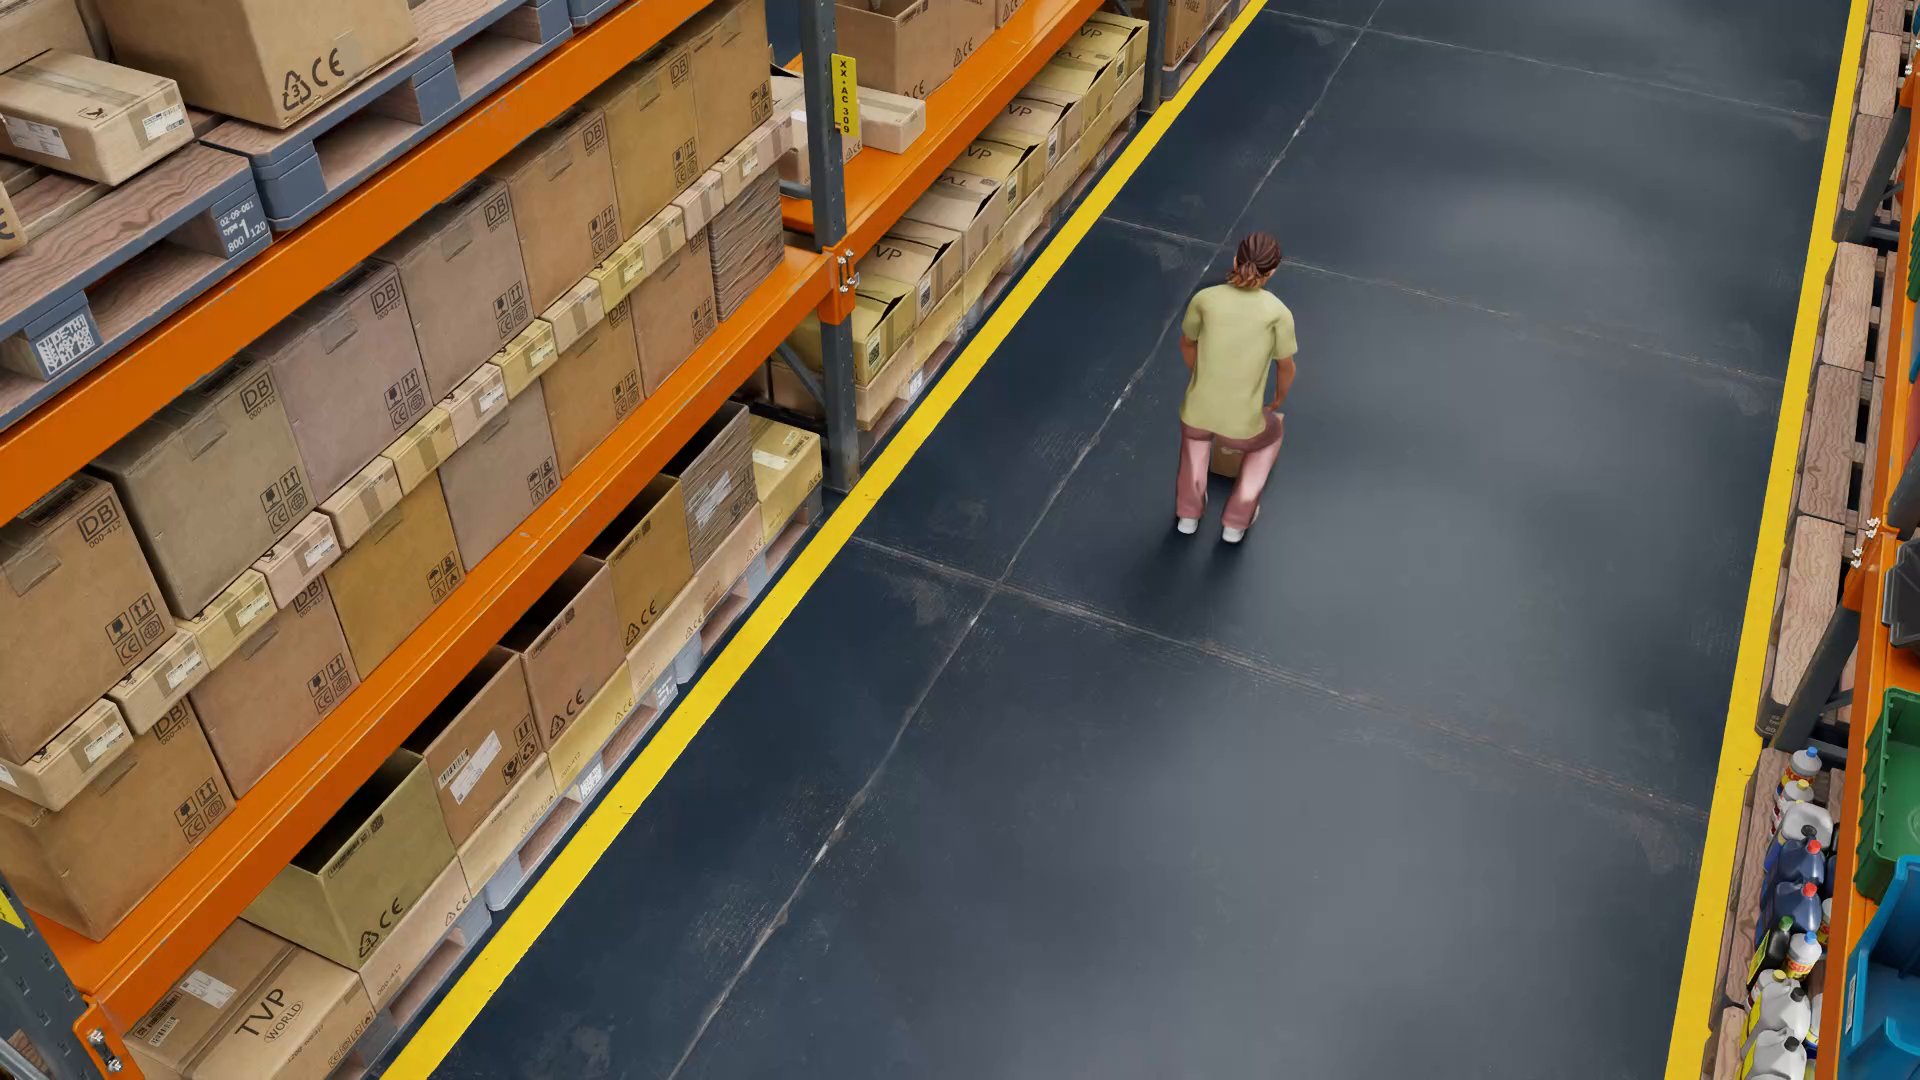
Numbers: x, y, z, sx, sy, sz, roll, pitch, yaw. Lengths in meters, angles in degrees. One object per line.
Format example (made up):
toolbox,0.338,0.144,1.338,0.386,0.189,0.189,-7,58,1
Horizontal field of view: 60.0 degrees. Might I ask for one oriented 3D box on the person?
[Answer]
person,1.141,-0.619,7.104,0.511,1.333,0.667,18,45,18
